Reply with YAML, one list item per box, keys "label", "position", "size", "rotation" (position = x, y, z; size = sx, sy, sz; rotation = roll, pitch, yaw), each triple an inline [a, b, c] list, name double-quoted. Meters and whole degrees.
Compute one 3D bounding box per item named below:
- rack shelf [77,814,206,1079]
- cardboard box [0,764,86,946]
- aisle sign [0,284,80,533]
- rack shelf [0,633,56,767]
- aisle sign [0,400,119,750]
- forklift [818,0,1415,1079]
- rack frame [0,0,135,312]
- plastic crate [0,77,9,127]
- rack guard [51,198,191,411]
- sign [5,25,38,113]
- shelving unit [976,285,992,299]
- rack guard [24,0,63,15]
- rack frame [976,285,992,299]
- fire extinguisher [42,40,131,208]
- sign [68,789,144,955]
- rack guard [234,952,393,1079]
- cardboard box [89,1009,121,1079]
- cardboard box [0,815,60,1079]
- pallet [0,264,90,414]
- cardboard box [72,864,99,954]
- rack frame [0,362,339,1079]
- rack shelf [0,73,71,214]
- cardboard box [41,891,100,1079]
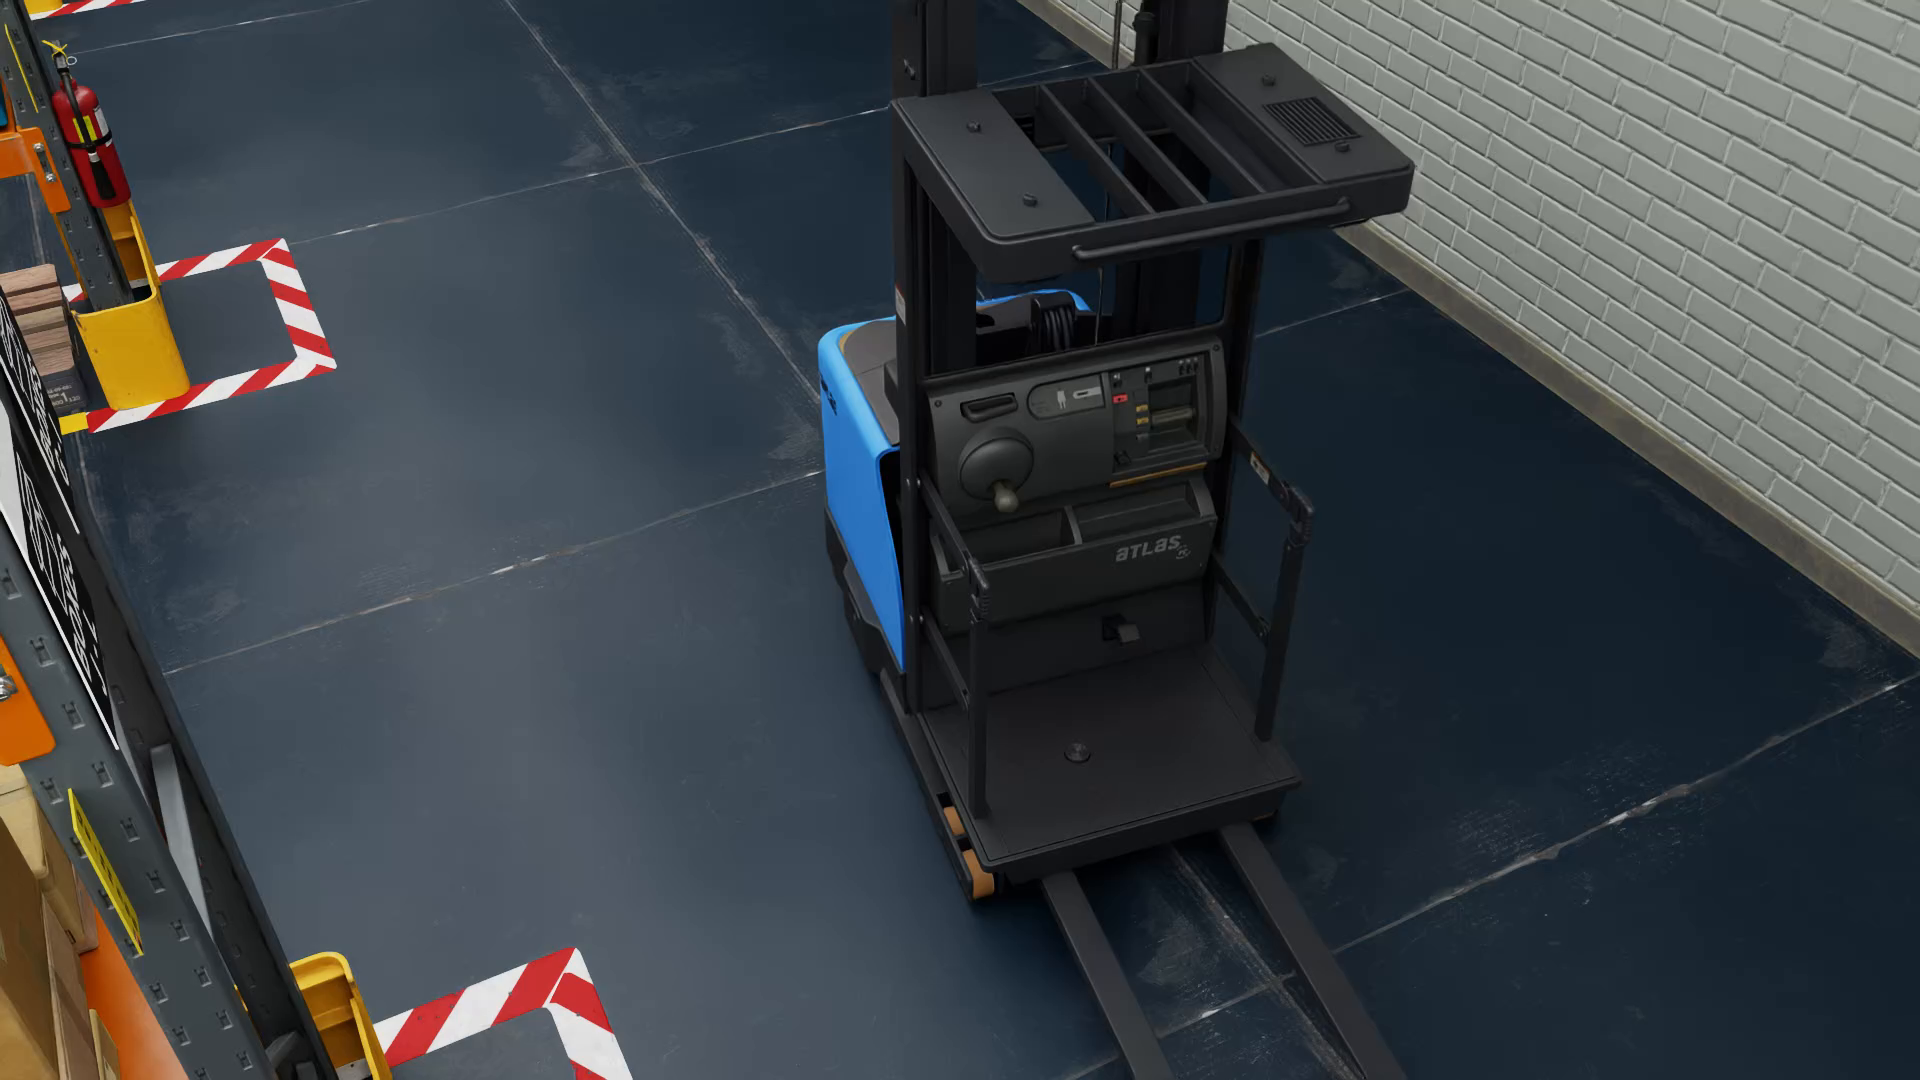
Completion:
- label: "rack shelf"
  position: [-3.402, 1.631, 3.058]
  size: [4.000, 0.370, 1.077]
  rotation: [-19, 44, -21]
- label: "cardboard box"
  position: [-2.178, 0.692, 3.496]
  size: [0.500, 0.250, 0.500]
  rotation: [-20, 44, -22]
- label: "aisle sign"
  position: [-1.703, -0.426, 2.919]
  size: [0.004, 0.787, 0.394]
  rotation: [-19, 44, -21]
- label: "rack shelf"
  position: [-3.402, 0.486, 2.089]
  size: [4.000, 0.370, 1.077]
  rotation: [-19, 44, -21]
- label: "aisle sign"
  position: [-1.425, -0.082, 2.513]
  size: [0.004, 0.787, 0.394]
  rotation: [-19, 44, -21]
- label: "forklift"
  position: [0.433, -0.260, 4.789]
  size: [1.130, 2.935, 3.031]
  rotation: [-13, 42, -14]
- label: "rack frame"
  position: [-3.916, -2.078, 6.884]
  size: [0.127, 3.000, 1.000]
  rotation: [-19, 44, -21]
- label: "plastic crate"
  position: [-4.126, -1.908, 6.608]
  size: [0.499, 0.435, 0.616]
  rotation: [-19, 44, -21]
- label: "rack guard"
  position: [-3.900, -1.139, 7.708]
  size: [0.348, 0.500, 1.175]
  rotation: [-19, 44, -21]
- label: "sign"
  position: [-3.647, -1.830, 6.464]
  size: [0.005, 0.325, 0.100]
  rotation: [-19, 44, -21]
- label: "shelving unit"
  position: [-0.030, -0.559, 6.598]
  size: [0.252, 1.050, 0.215]
  rotation: [-13, 42, -14]
- label: "rack guard"
  position: [-6.268, -3.941, 11.019]
  size: [0.348, 0.500, 1.175]
  rotation: [-19, 44, -21]
- label: "rack frame"
  position: [0.086, -0.585, 6.628]
  size: [0.008, 1.050, 0.200]
  rotation: [-13, 42, -14]
- label: "fire extinguisher"
  position: [-3.572, -1.691, 6.775]
  size: [0.183, 0.674, 0.296]
  rotation: [-19, 44, -21]
- label: "sign"
  position: [-1.390, 0.543, 2.708]
  size: [0.005, 0.325, 0.100]
  rotation: [-19, 44, -21]
- label: "rack guard"
  position: [-1.607, 1.707, 4.347]
  size: [0.348, 0.500, 1.175]
  rotation: [-19, 44, -21]
- label: "cardboard box"
  position: [-1.792, 1.151, 3.263]
  size: [0.250, 0.149, 0.380]
  rotation: [-18, 43, -20]
- label: "cardboard box"
  position: [-1.939, 0.713, 2.891]
  size: [0.500, 0.500, 0.500]
  rotation: [-18, 43, -20]
- label: "pallet"
  position: [-4.665, -0.790, 7.520]
  size: [1.213, 0.211, 1.003]
  rotation: [-19, 44, -21]
- label: "cardboard box"
  position: [-2.095, 0.773, 3.710]
  size: [0.250, 0.149, 0.380]
  rotation: [-18, 43, -20]
- label: "rack frame"
  position: [-1.626, 0.762, 3.528]
  size: [0.053, 2.616, 0.949]
  rotation: [-19, 44, -21]
- label: "rack shelf"
  position: [-5.690, -1.207, 6.411]
  size: [4.000, 0.370, 1.077]
  rotation: [-19, 44, -21]
- label: "cardboard box"
  position: [-1.935, 1.000, 3.132]
  size: [0.500, 0.250, 0.500]
  rotation: [-19, 44, -21]
